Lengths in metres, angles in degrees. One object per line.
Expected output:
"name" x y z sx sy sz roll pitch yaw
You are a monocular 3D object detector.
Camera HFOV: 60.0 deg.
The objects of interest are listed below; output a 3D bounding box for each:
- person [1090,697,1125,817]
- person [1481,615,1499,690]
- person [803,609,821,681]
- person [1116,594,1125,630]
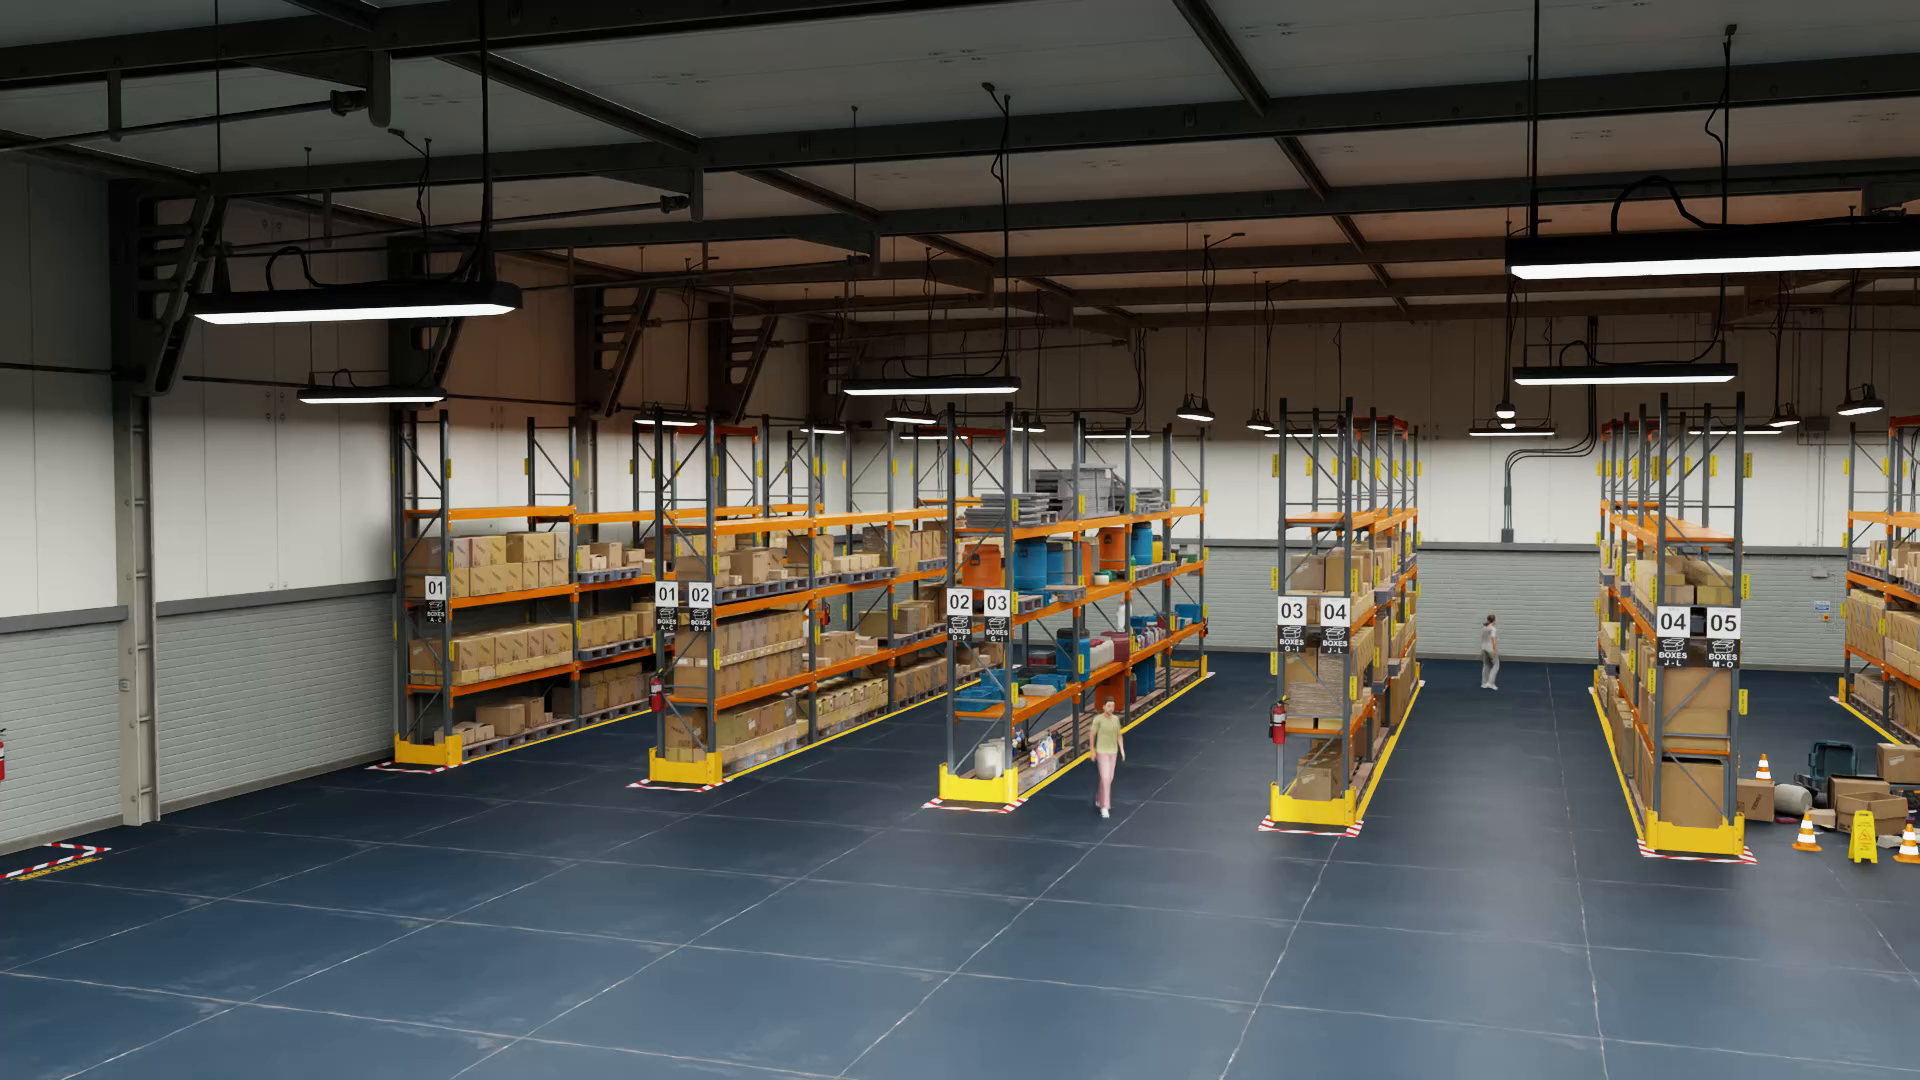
"person" 2.152 3.147 24.231 0.487 1.721 0.613 -1 3 -31
"person" 12.062 2.559 37.906 0.351 1.714 0.471 -1 3 -22
"person" -3.490 2.466 38.603 0.962 1.771 0.588 -2 3 -43
"person" 4.269 2.272 42.799 0.766 1.757 0.578 0 2 4
